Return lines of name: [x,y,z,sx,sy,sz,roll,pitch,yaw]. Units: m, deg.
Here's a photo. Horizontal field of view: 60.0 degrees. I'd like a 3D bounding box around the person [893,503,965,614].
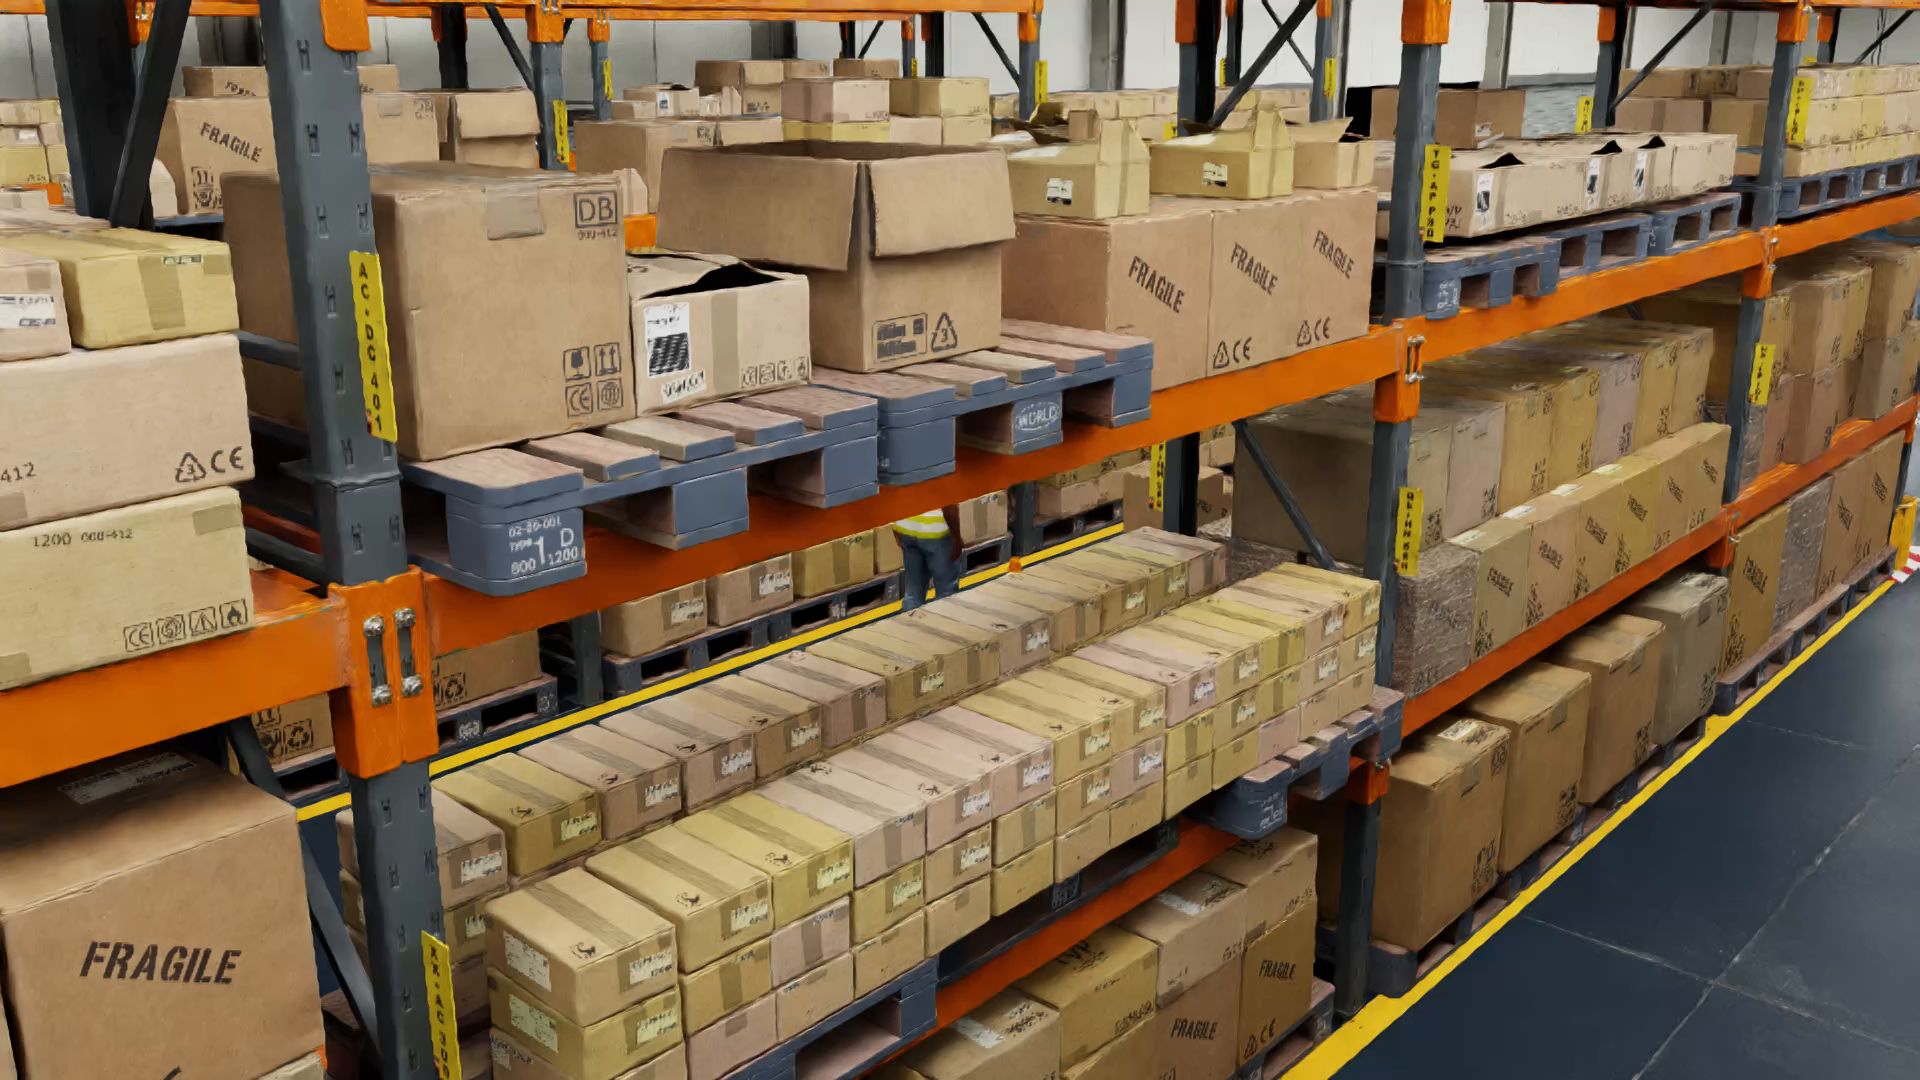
person: [-0.199,-0.071,10.230,0.586,1.768,0.426,15,22,41]
